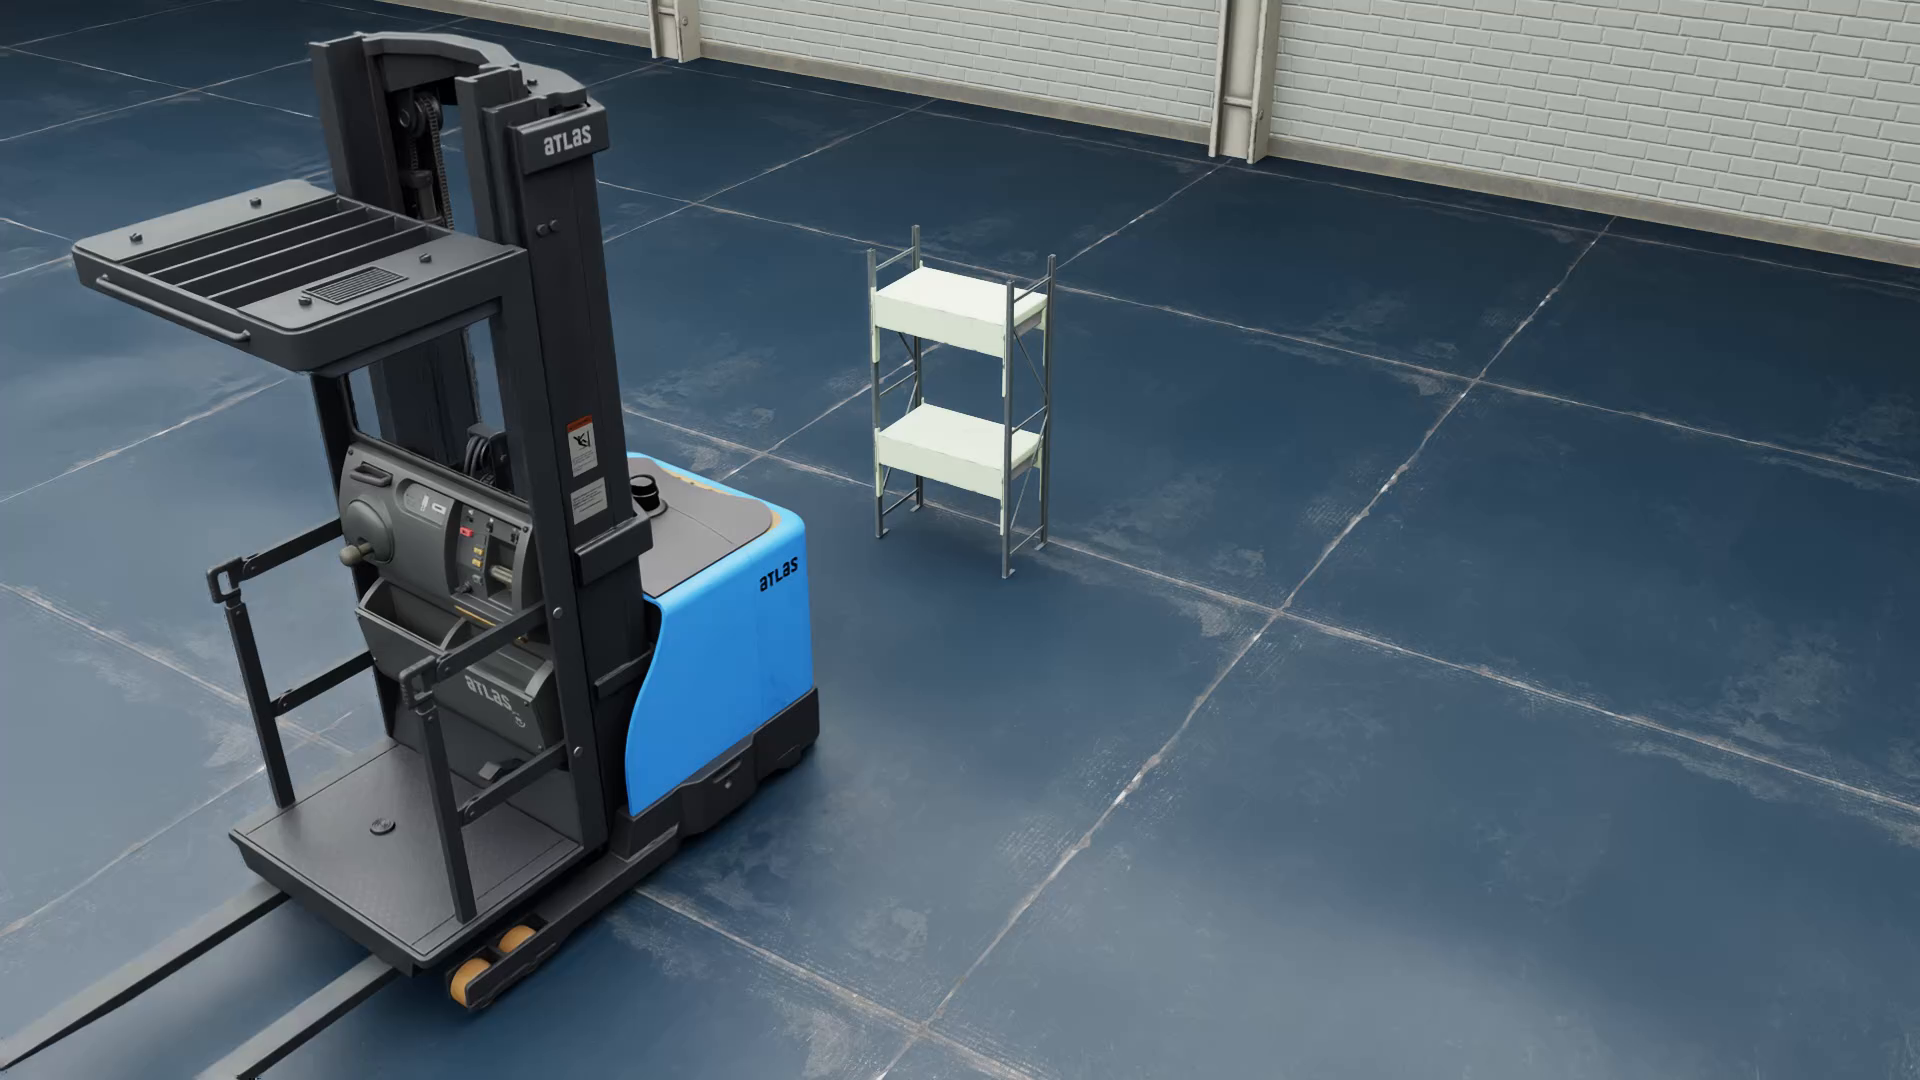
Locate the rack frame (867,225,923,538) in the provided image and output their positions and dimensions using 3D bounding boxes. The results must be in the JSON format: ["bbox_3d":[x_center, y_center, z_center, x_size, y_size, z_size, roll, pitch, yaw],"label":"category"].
[{"bbox_3d":[-0.304,-0.744,8.037,0.023,1.500,0.400,18,35,27],"label":"rack frame"}]

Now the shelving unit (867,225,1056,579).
[{"bbox_3d":[0.006,-0.646,7.869,0.755,1.500,0.431,18,35,27],"label":"shelving unit"}]

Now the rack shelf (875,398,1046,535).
[{"bbox_3d":[0.006,-0.364,8.033,0.720,0.370,0.431,18,35,27],"label":"rack shelf"}]

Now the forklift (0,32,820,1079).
[{"bbox_3d":[-1.848,0.023,5.302,1.130,2.935,3.031,20,36,31],"label":"forklift"}]

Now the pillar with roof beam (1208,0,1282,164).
[{"bbox_3d":[0.000,-5.218,8.264,0.400,9.000,9.100,18,35,27],"label":"pillar with roof beam"}]

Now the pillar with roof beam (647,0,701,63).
[{"bbox_3d":[-5.082,-6.825,11.019,0.400,9.000,9.100,18,35,27],"label":"pillar with roof beam"}]

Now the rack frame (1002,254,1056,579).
[{"bbox_3d":[0.316,-0.548,7.701,0.023,1.500,0.400,18,35,27],"label":"rack frame"}]

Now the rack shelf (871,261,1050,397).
[{"bbox_3d":[0.006,-0.983,7.672,0.720,0.370,0.431,18,35,27],"label":"rack shelf"}]
